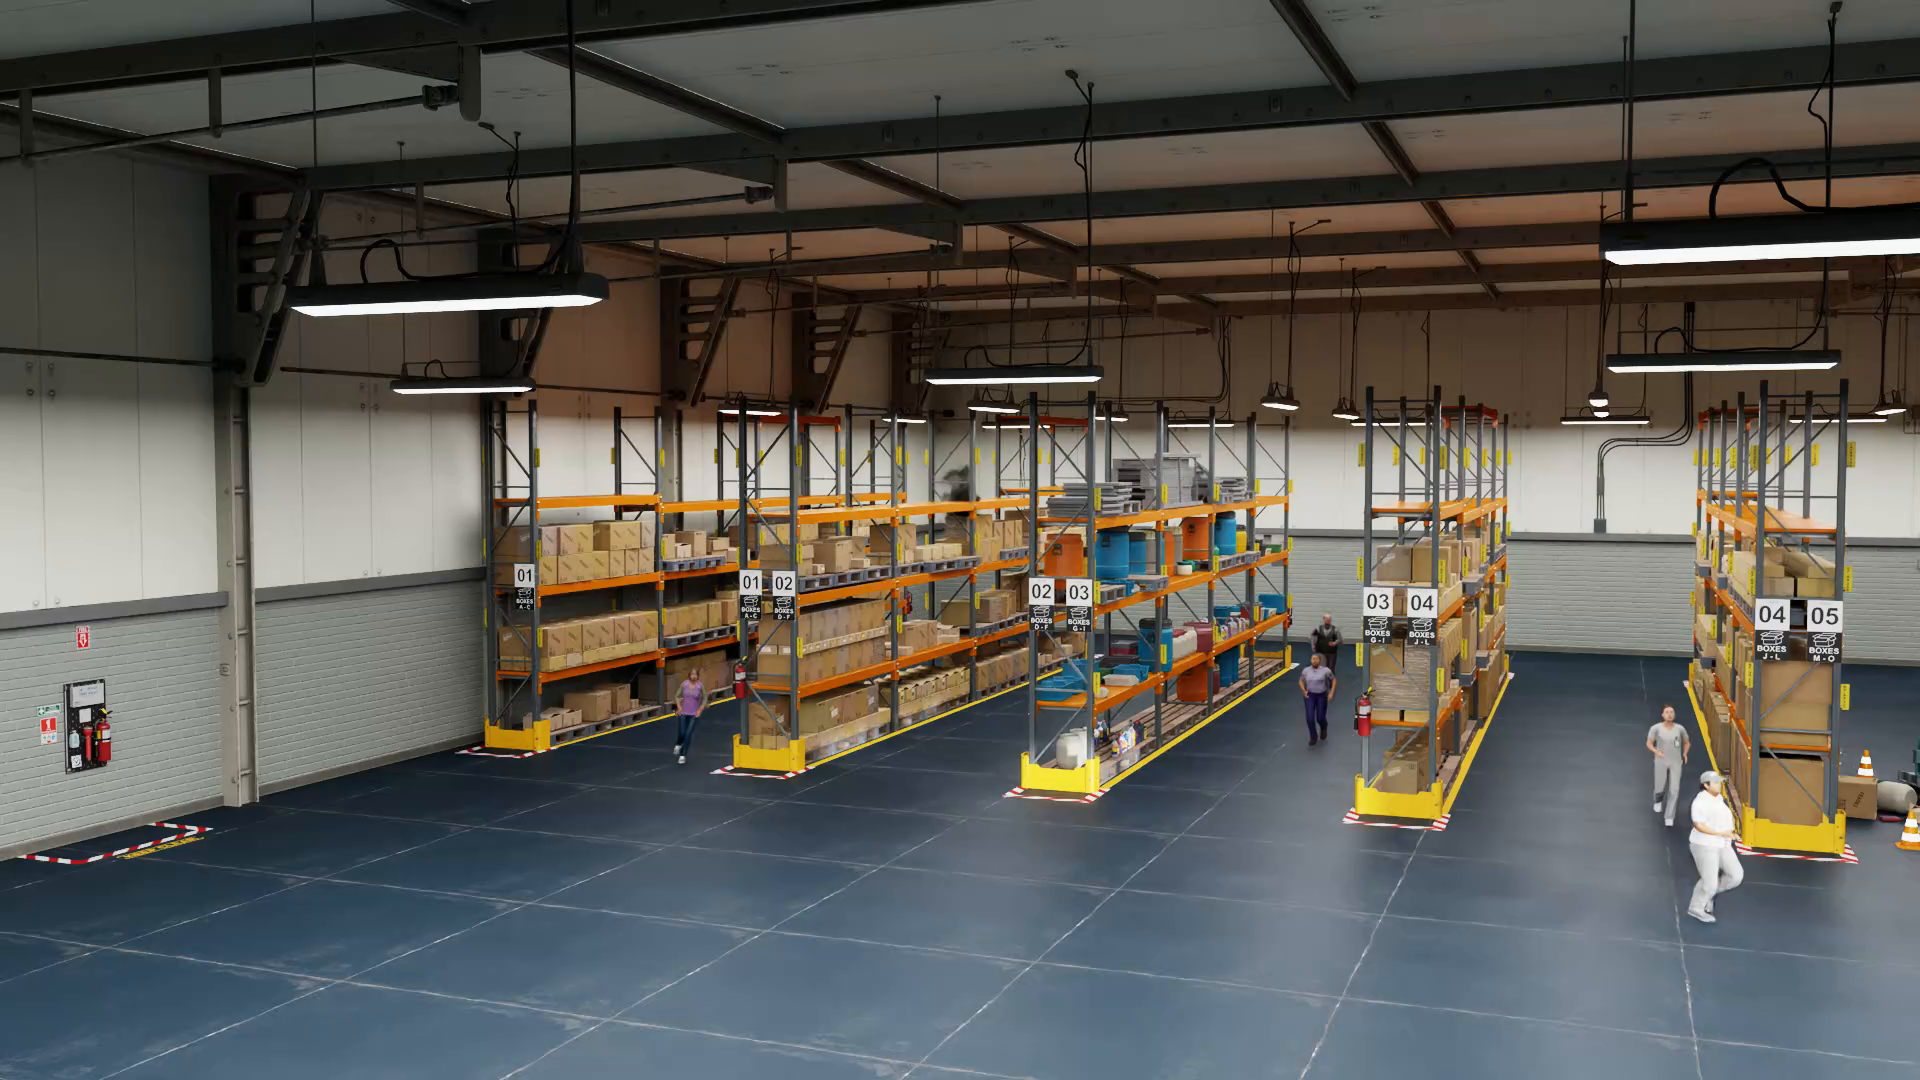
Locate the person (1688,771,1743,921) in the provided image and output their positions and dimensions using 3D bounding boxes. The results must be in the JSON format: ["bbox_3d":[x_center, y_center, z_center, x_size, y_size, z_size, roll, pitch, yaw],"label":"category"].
[{"bbox_3d":[8.151,3.302,17.926,0.595,1.628,0.557,-2,3,-34],"label":"person"}]

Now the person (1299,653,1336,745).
[{"bbox_3d":[6.233,2.774,29.045,0.640,1.606,0.571,1,3,19],"label":"person"}]

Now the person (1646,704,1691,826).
[{"bbox_3d":[9.710,3.061,22.787,0.569,1.623,0.718,1,3,16],"label":"person"}]

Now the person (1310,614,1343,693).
[{"bbox_3d":[7.719,2.442,35.035,0.680,1.614,0.976,1,3,13],"label":"person"}]

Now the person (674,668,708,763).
[{"bbox_3d":[-4.448,2.878,27.480,0.582,1.555,0.525,0,3,-7],"label":"person"}]
